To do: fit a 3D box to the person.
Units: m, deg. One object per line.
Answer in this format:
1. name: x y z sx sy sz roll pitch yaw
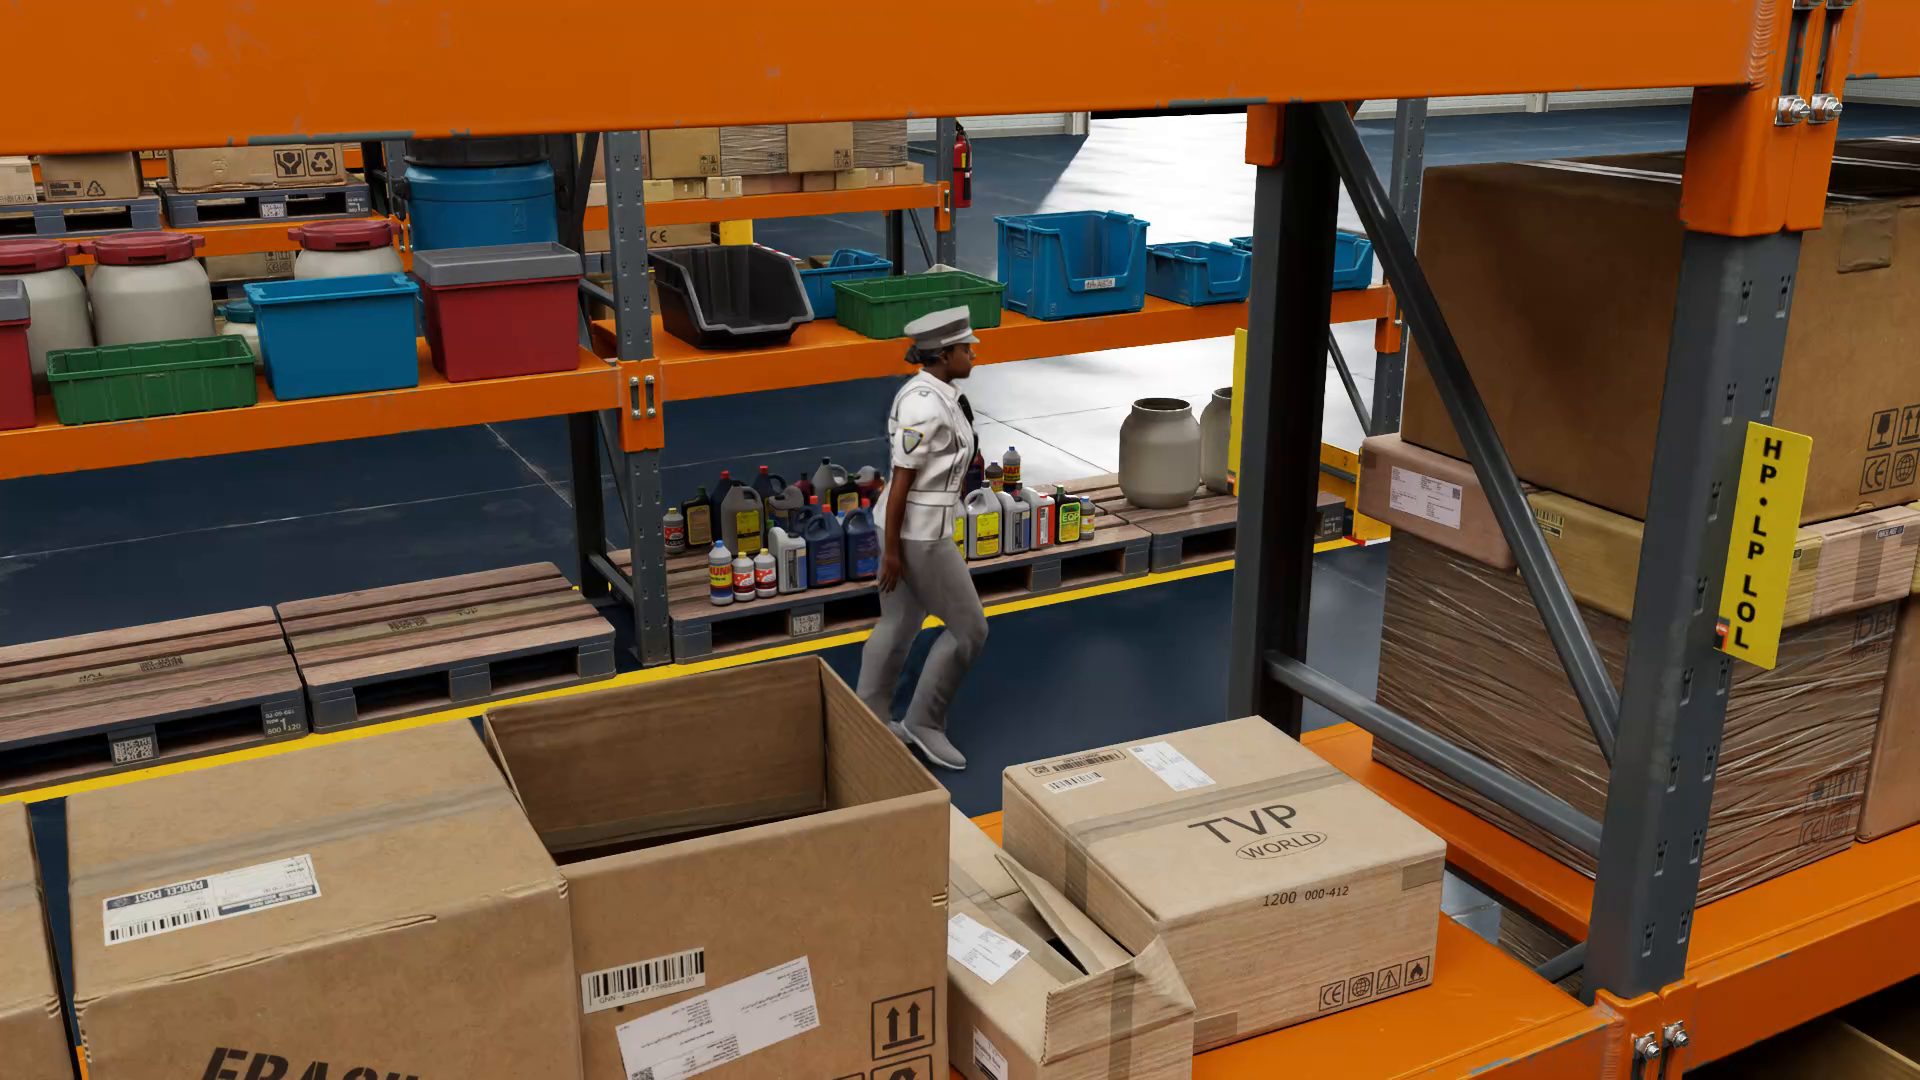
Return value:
1. person: -0.160 -0.010 6.052 0.525 1.684 0.477 0 19 -1
